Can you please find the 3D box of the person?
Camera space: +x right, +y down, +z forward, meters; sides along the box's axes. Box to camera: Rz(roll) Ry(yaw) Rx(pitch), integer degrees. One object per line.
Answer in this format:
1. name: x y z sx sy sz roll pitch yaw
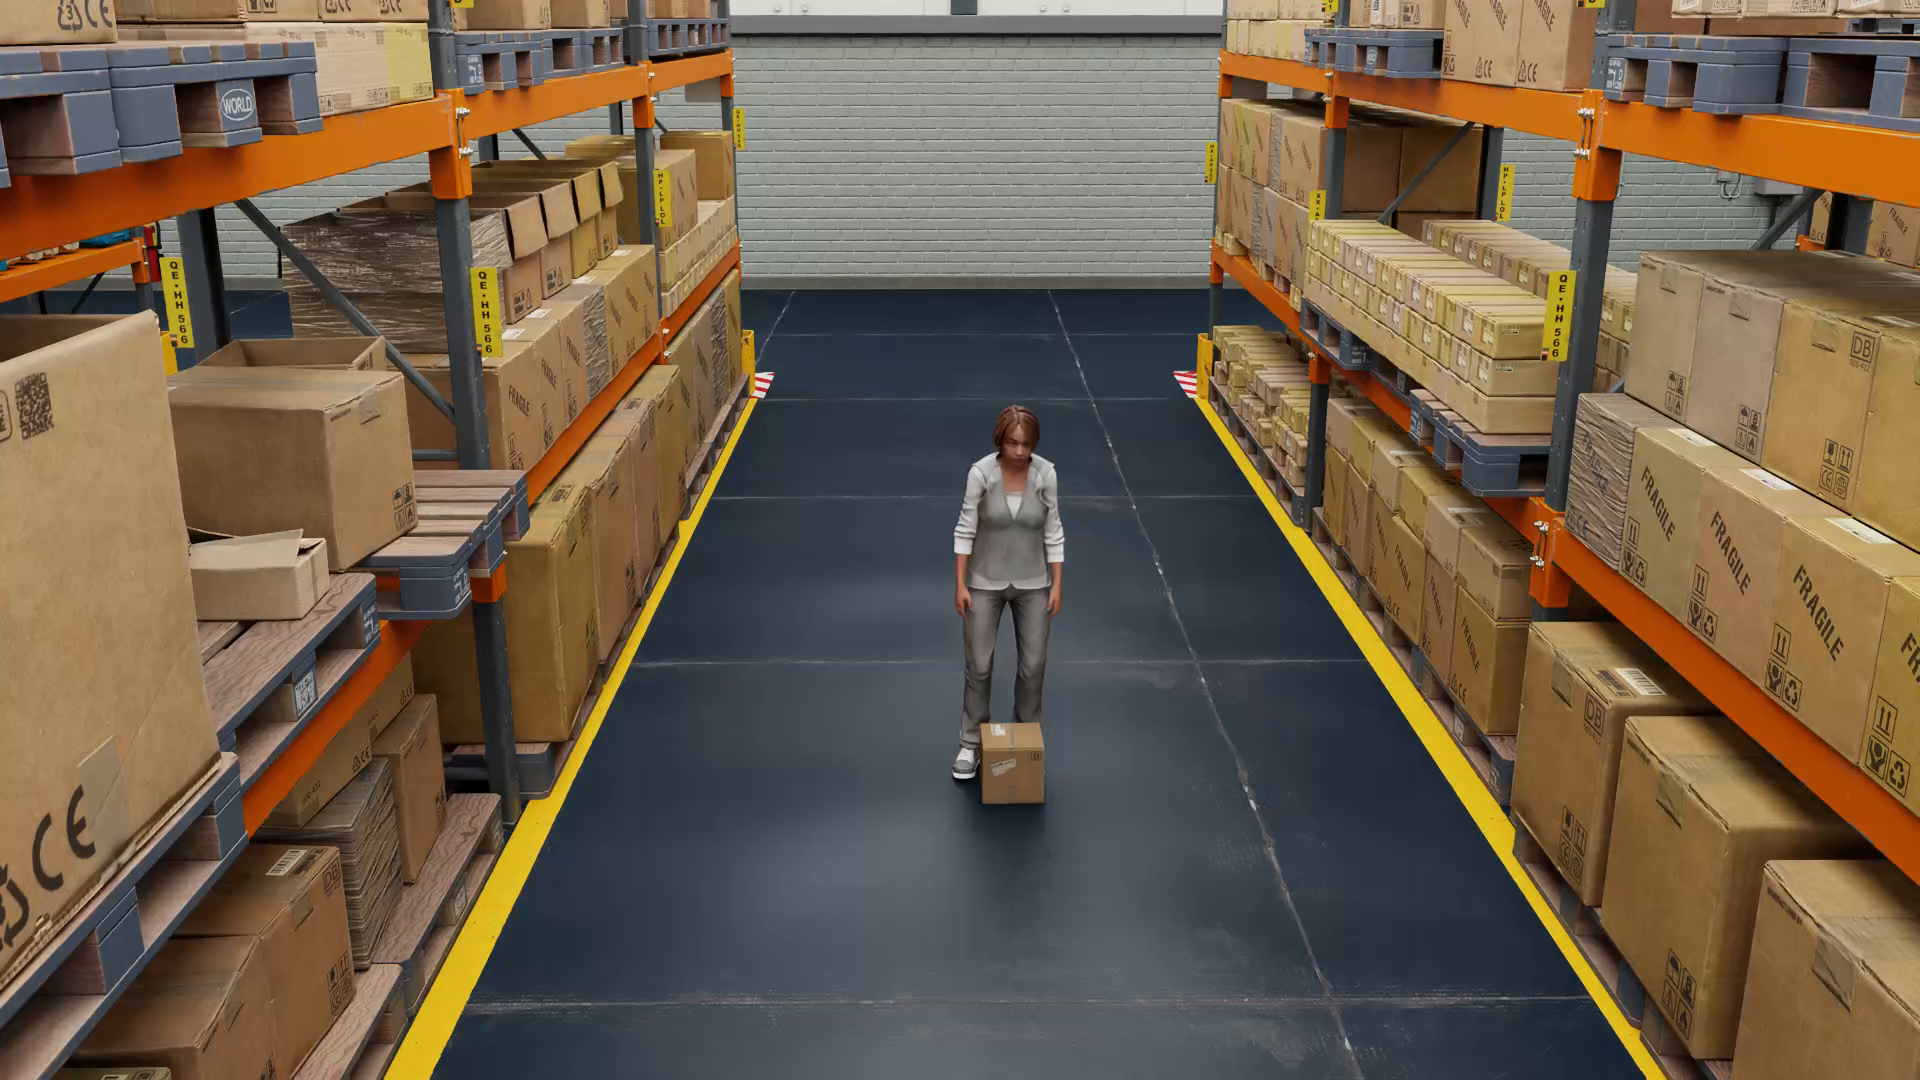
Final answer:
1. person: 0.194 0.211 6.896 0.465 1.590 0.346 -1 17 -4
